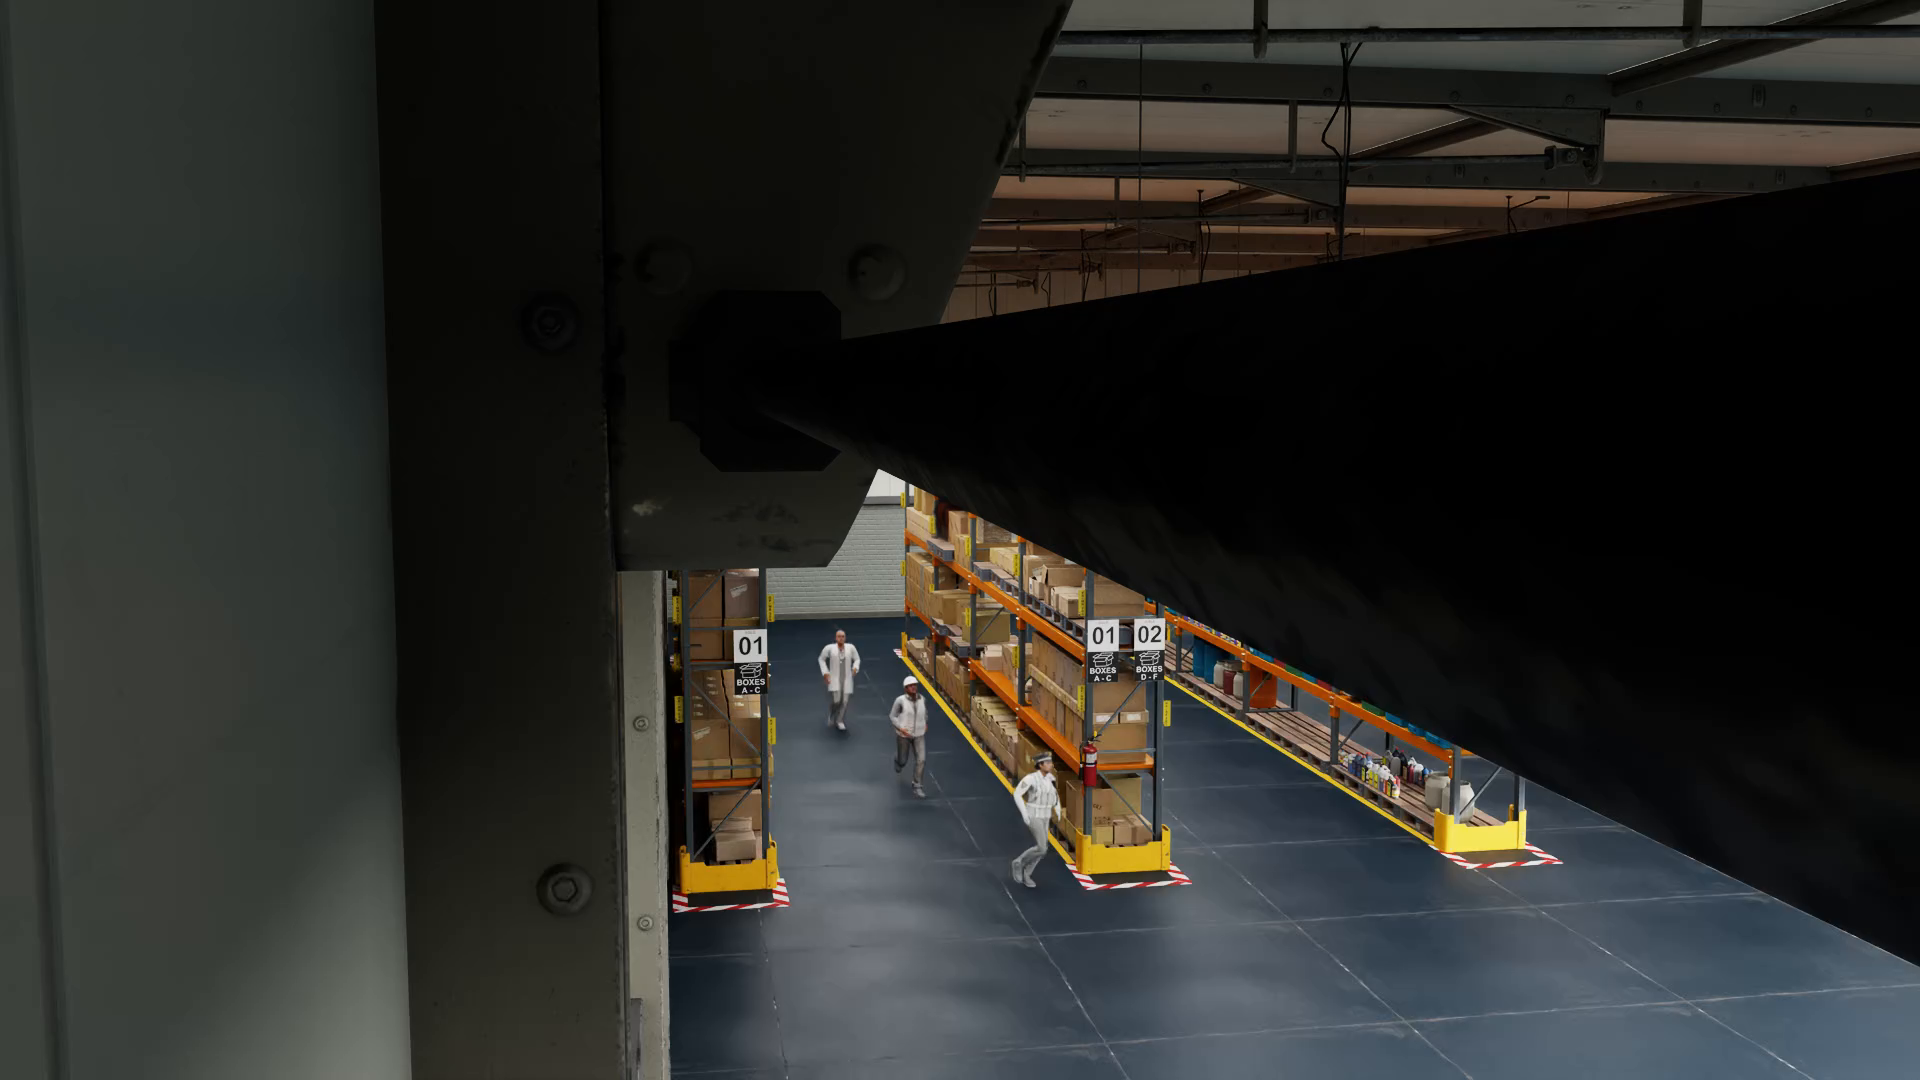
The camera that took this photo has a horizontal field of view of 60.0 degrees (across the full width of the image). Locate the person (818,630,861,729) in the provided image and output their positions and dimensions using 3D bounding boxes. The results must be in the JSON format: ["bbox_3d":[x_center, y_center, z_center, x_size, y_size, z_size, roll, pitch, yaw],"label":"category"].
[{"bbox_3d":[-2.079,2.447,29.109,0.722,1.746,0.628,-2,6,-17],"label":"person"}]

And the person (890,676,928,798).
[{"bbox_3d":[-0.745,2.909,24.903,0.643,1.759,0.999,-2,6,-17],"label":"person"}]

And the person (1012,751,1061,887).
[{"bbox_3d":[0.994,3.406,20.371,0.647,1.637,0.501,-6,8,-44],"label":"person"}]
